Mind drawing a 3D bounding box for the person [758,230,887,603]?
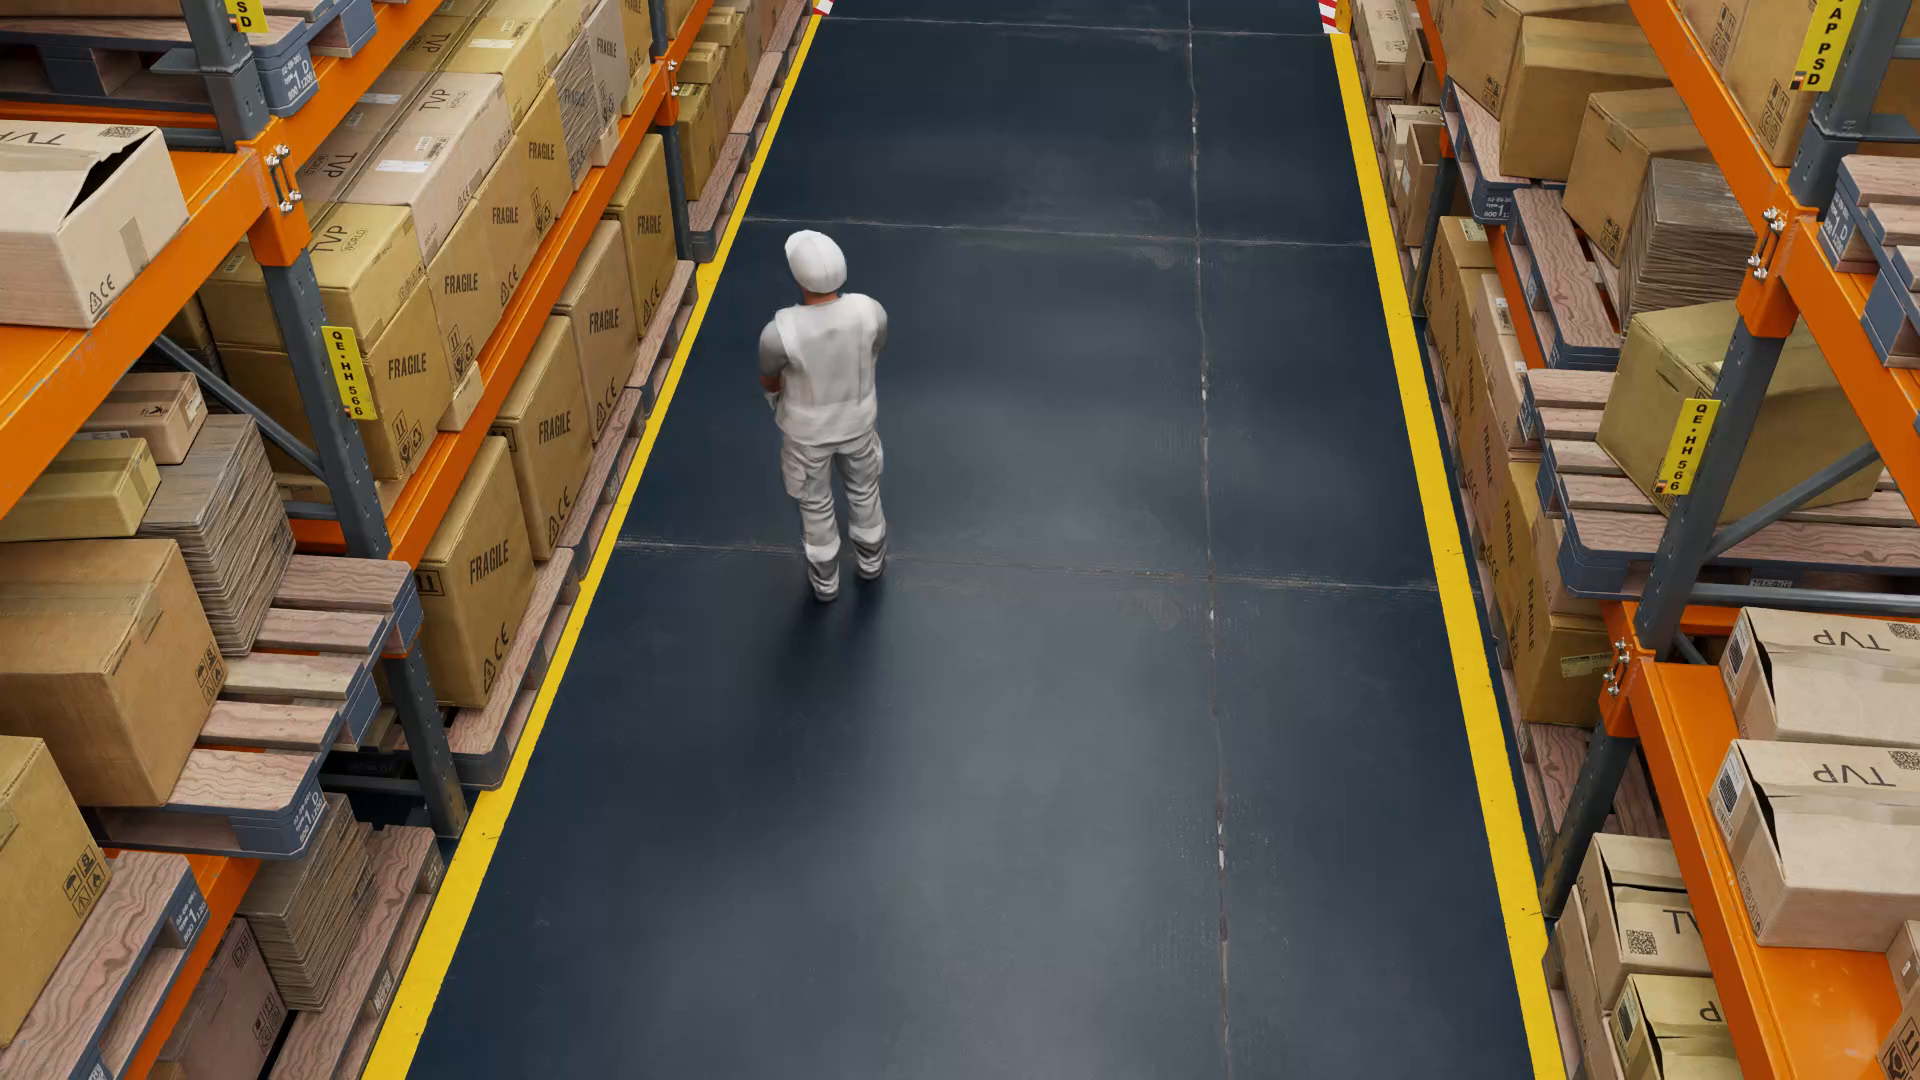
[{"bbox_3d":[-0.545,-0.511,6.748,0.558,1.794,0.528,-14,42,-16],"label":"person"}]
